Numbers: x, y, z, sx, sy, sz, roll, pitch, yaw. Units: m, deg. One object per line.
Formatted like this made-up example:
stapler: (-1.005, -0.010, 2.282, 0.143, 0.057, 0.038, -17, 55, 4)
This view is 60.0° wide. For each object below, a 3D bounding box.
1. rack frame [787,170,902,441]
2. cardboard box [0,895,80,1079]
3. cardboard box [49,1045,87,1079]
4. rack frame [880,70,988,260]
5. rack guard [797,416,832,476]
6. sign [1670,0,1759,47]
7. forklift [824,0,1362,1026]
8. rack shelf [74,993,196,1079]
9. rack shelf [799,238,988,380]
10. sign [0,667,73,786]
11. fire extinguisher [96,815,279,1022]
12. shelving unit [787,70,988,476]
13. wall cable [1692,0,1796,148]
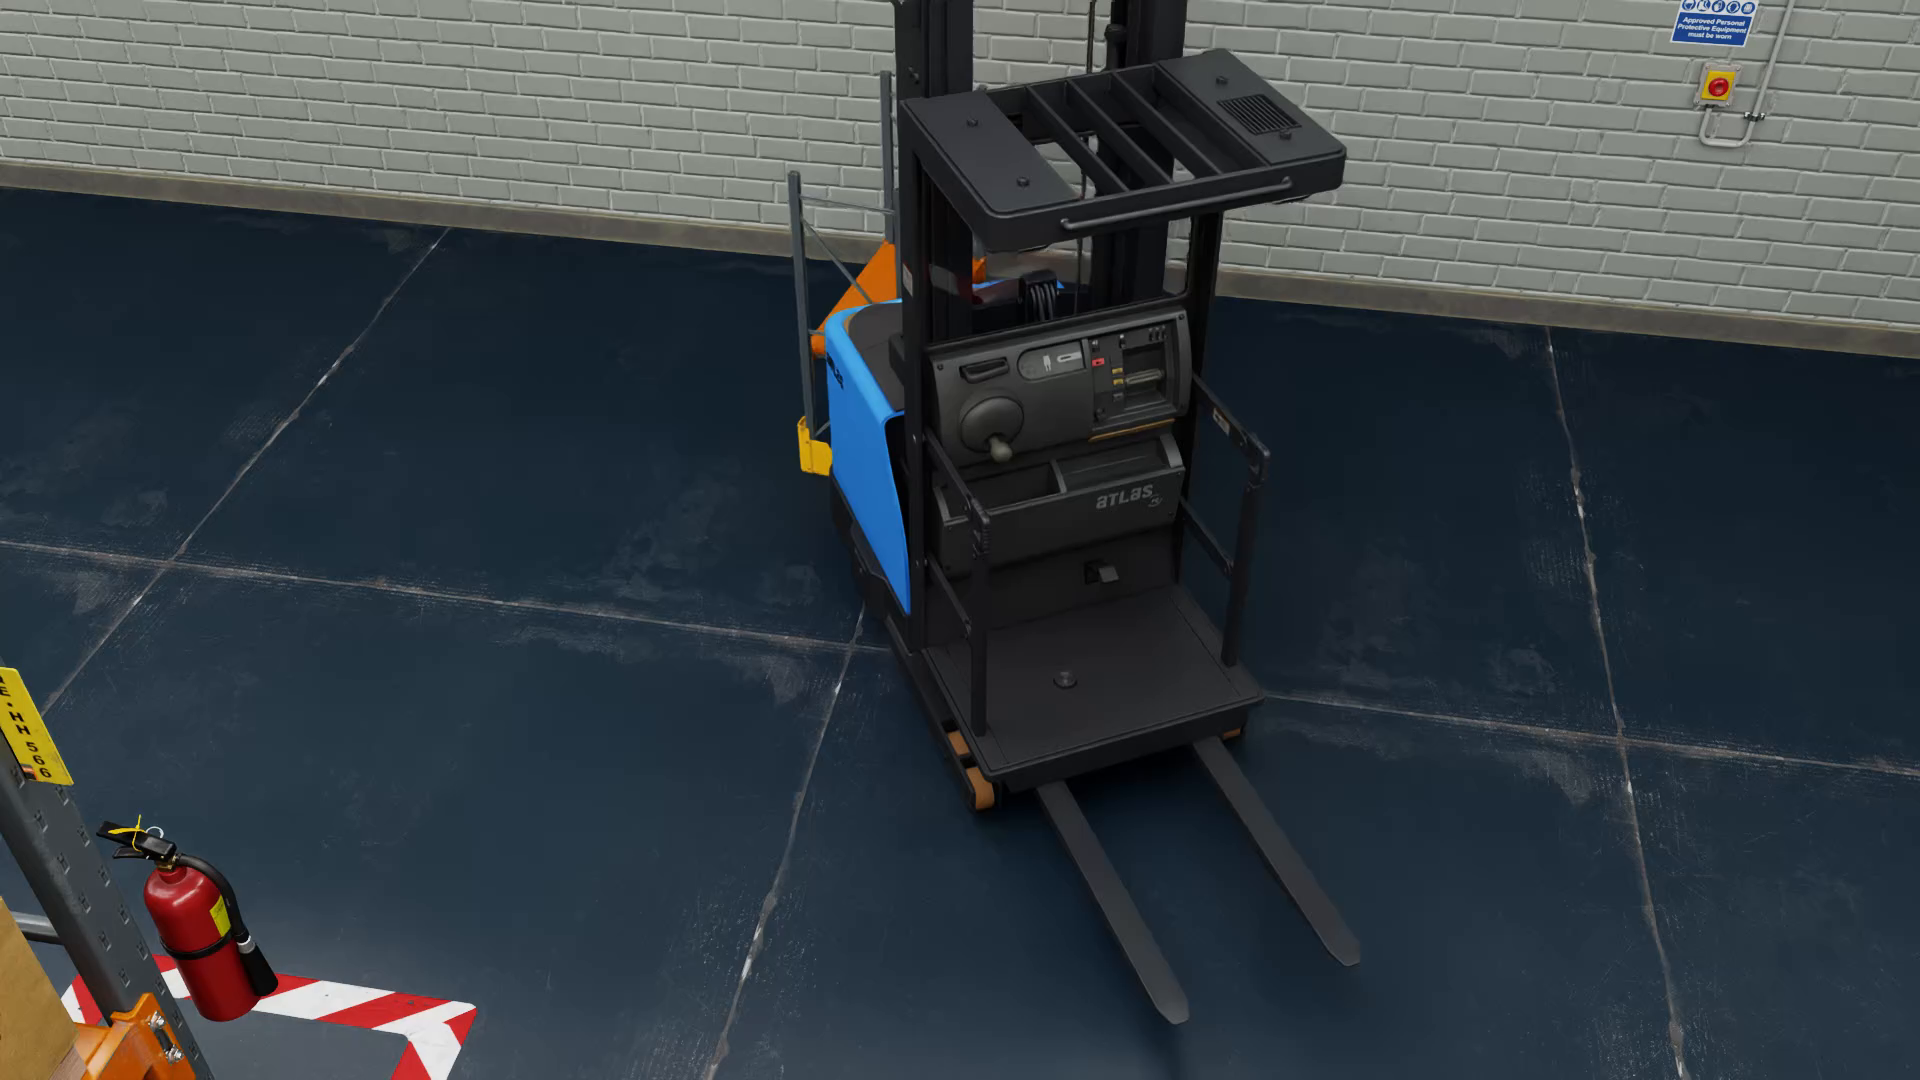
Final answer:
rack frame: (-0.453, -0.852, 7.104, 0.500, 1.500, 0.032, 13, 41, 15)
cardboard box: (-2.224, 1.020, 3.350, 0.500, 0.500, 0.500, 7, 40, 9)
cardboard box: (-2.178, 1.196, 3.647, 0.380, 0.149, 0.250, 6, 40, 8)
rack frame: (-0.117, -1.463, 7.843, 0.500, 1.500, 0.032, 13, 41, 15)
rack guard: (-0.447, -0.382, 7.516, 0.587, 0.250, 0.087, 13, 41, 15)
sign: (3.409, -2.344, 7.519, 0.327, 0.218, 0.001, 6, 40, 8)
forklift: (0.433, -0.447, 5.490, 1.130, 2.935, 3.031, -13, 41, -16)
rack shelf: (-2.746, 2.395, 2.563, 1.077, 0.370, 4.000, 6, 40, 8)
rack shelf: (-0.285, -1.019, 7.588, 0.538, 0.185, 1.000, 13, 41, 15)
sign: (-1.856, 0.369, 3.293, 0.100, 0.325, 0.005, 6, 40, 8)
fire extinguisher: (-1.901, 0.929, 4.125, 0.296, 0.674, 0.183, 6, 40, 8)
shelving unit: (-0.282, -1.163, 7.480, 0.587, 1.500, 1.083, 13, 41, 15)
wall cable: (3.446, -2.600, 7.218, 0.585, 1.953, 0.123, 6, 40, 8)
